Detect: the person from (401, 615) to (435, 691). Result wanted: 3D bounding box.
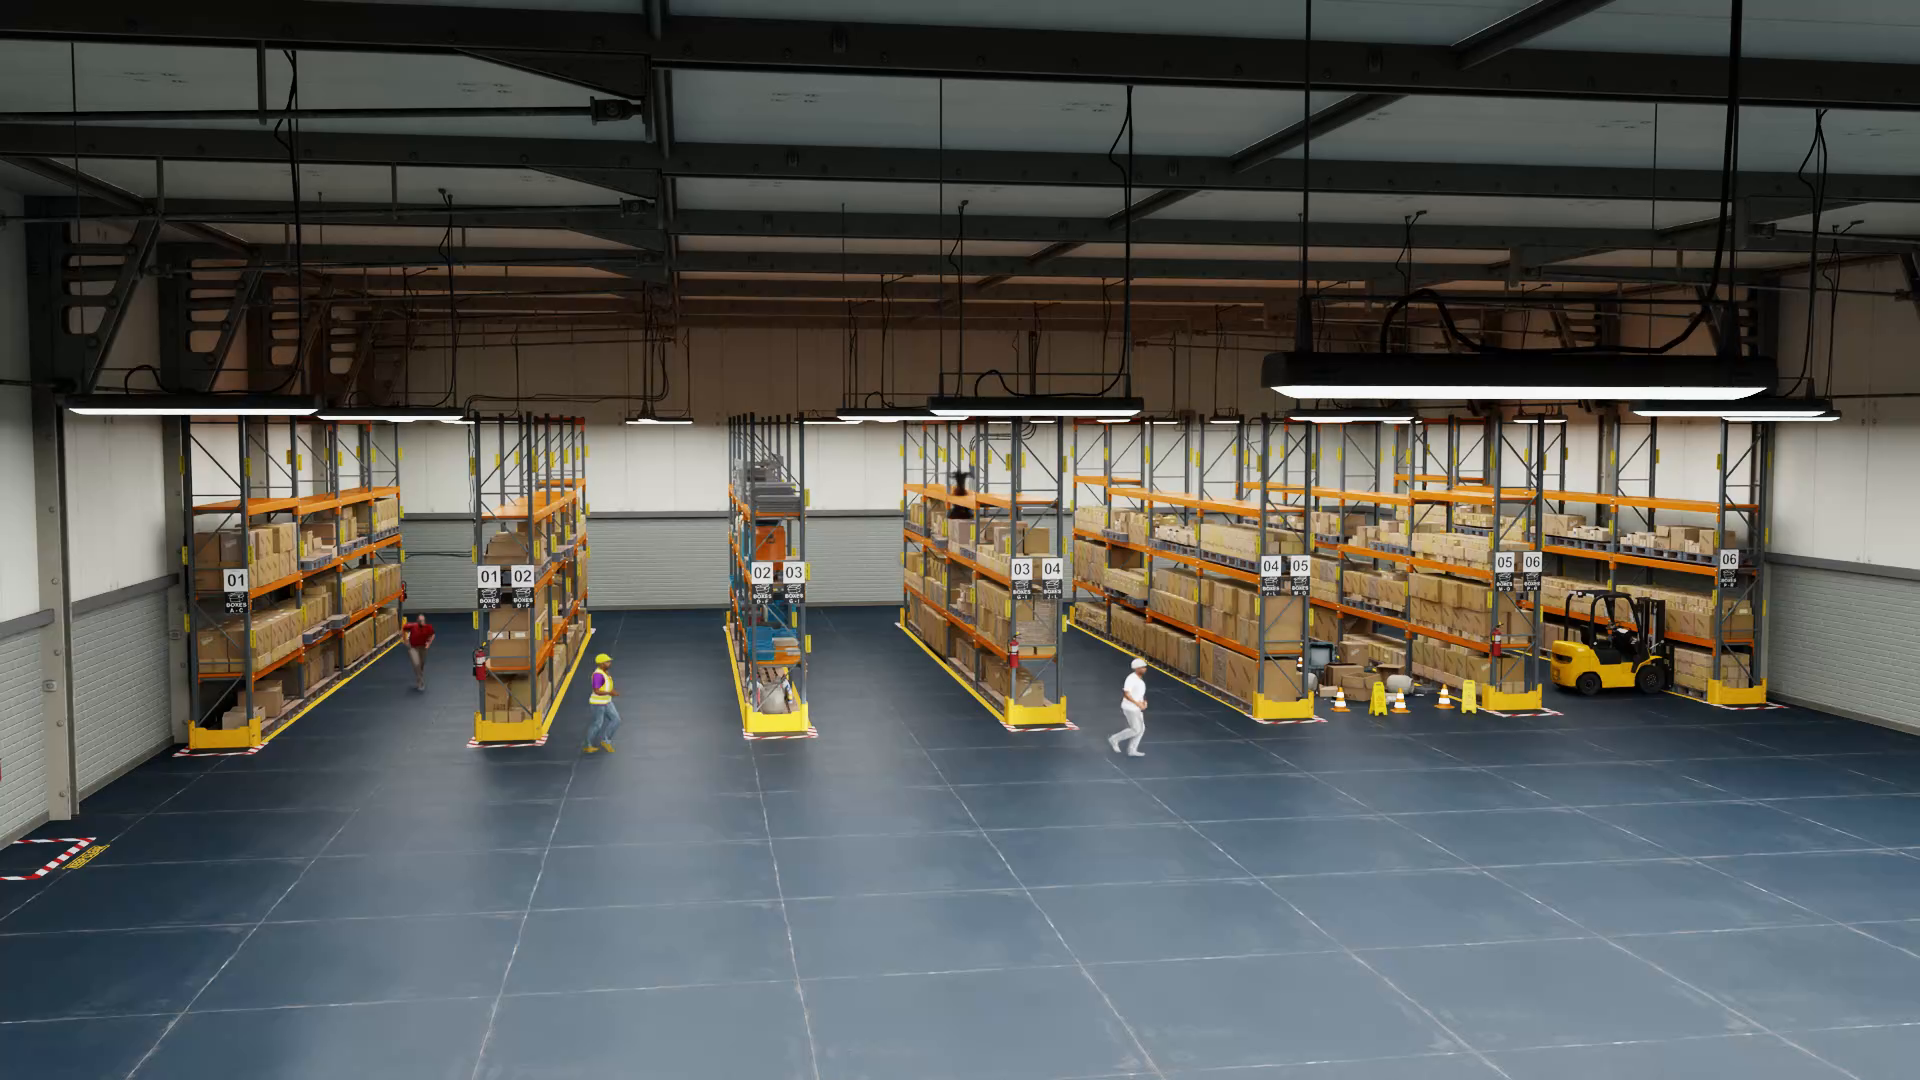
[{"bbox_3d":[-11.901,2.445,36.514,0.706,1.699,1.020,-2,4,-25],"label":"person"}]

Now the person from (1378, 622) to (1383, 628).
[{"bbox_3d":[11.747,1.732,47.245,0.605,1.595,0.639,-3,5,-37],"label":"person"}]

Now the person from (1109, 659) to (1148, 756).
[{"bbox_3d":[2.941,2.913,28.928,0.683,1.711,0.703,1,4,20],"label":"person"}]

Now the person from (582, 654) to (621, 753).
[{"bbox_3d":[-6.250,2.876,29.054,0.763,1.787,0.631,1,4,13],"label":"person"}]

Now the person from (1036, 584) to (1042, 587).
[{"bbox_3d":[2.352,1.680,47.076,0.589,1.672,0.962,-1,4,-13],"label":"person"}]
